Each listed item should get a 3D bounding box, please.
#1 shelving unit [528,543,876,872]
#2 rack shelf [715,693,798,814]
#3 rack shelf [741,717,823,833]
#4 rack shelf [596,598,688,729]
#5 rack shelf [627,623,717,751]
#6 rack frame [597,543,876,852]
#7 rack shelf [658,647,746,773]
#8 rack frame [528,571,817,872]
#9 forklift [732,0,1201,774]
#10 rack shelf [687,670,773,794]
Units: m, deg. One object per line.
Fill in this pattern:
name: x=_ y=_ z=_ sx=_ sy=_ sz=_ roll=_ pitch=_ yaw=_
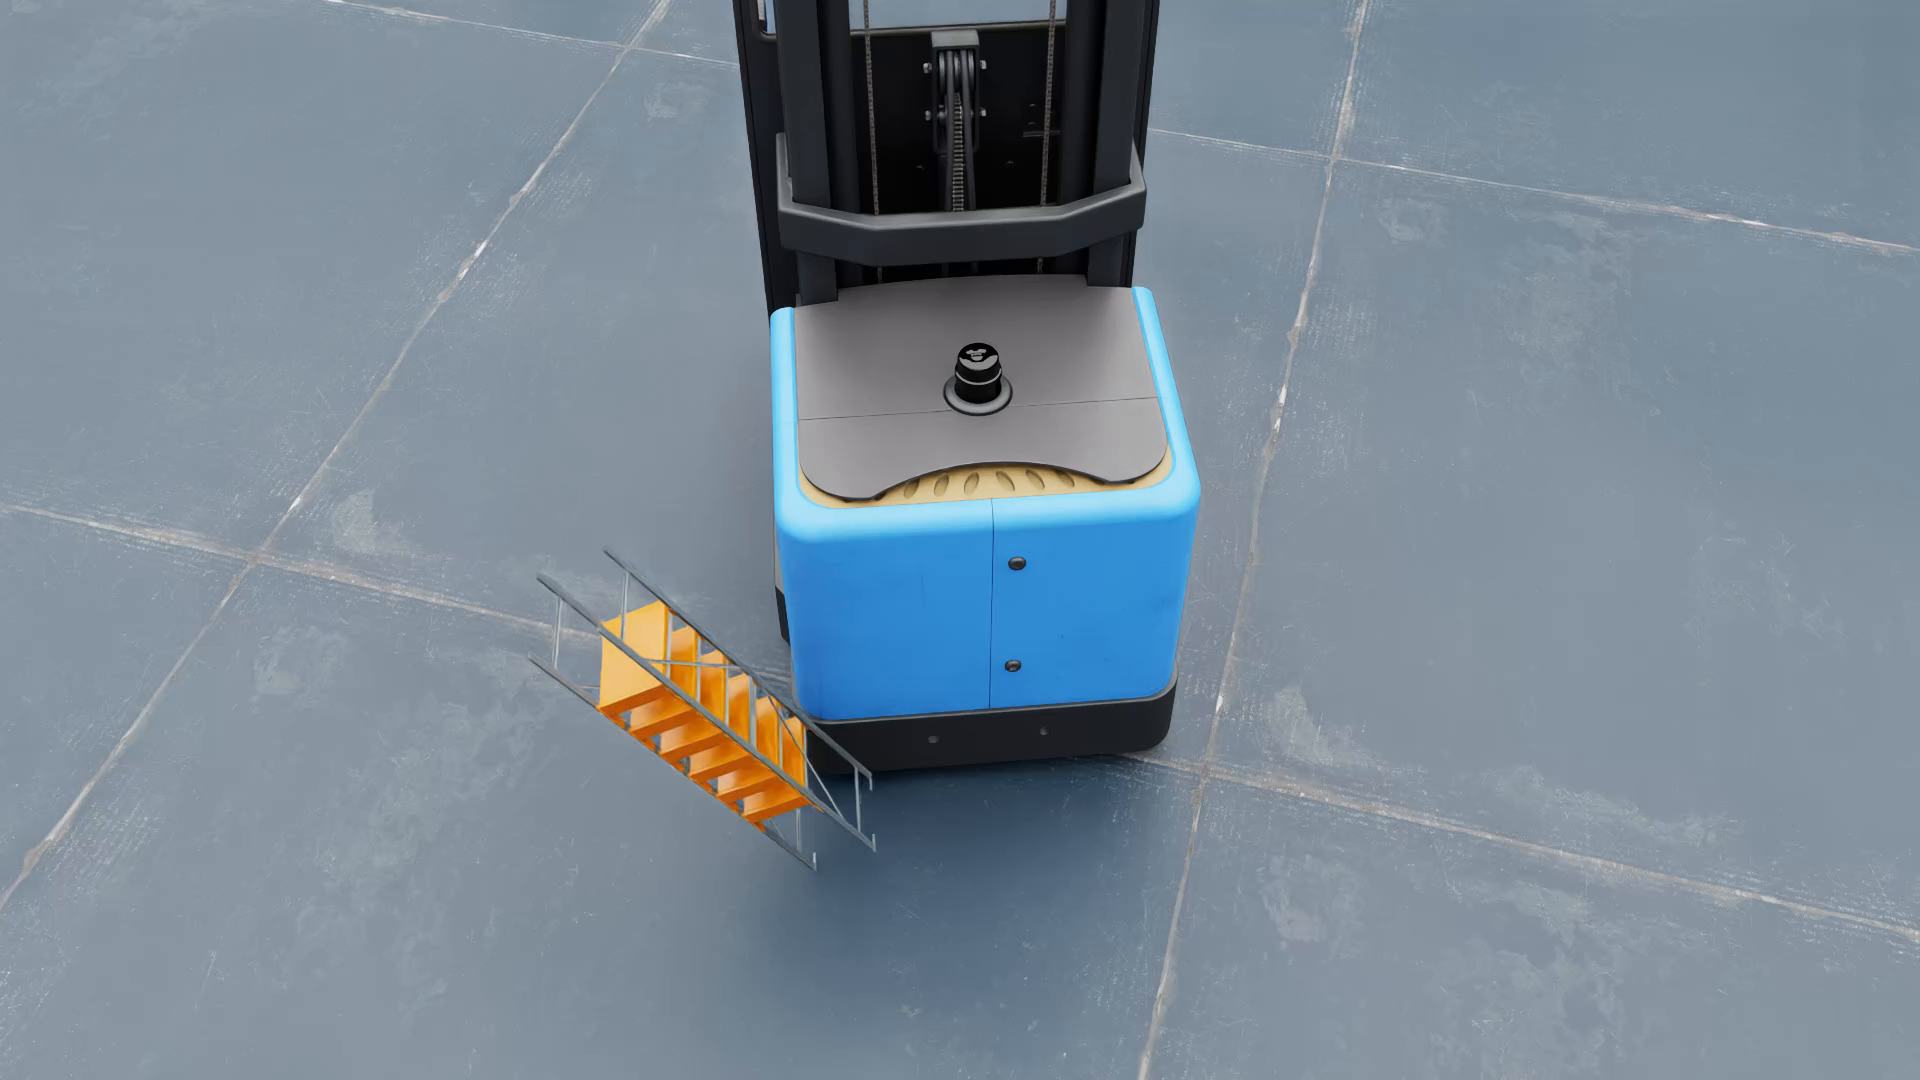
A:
shelving unit: x=-0.588 y=0.448 z=4.075 sx=0.189 sy=1.200 sz=0.258 roll=-21 pitch=49 yaw=18
rack shelf: x=-0.514 y=0.535 z=4.193 sx=0.180 sy=0.103 sz=0.258 roll=-21 pitch=49 yaw=18
rack shelf: x=-0.459 y=0.598 z=4.280 sx=0.180 sy=0.103 sz=0.258 roll=-21 pitch=49 yaw=18
rack shelf: x=-0.732 y=0.282 z=3.849 sx=0.180 sy=0.103 sz=0.258 roll=-21 pitch=49 yaw=18
rack shelf: x=-0.677 y=0.345 z=3.935 sx=0.180 sy=0.103 sz=0.258 roll=-21 pitch=49 yaw=18
rack frame: x=-0.507 y=0.417 z=4.047 sx=0.006 sy=1.200 sz=0.240 roll=-21 pitch=49 yaw=18
rack shelf: x=-0.623 y=0.408 z=4.021 sx=0.180 sy=0.103 sz=0.258 roll=-21 pitch=49 yaw=18
rack frame: x=-0.670 y=0.480 z=4.104 sx=0.006 sy=1.200 sz=0.240 roll=-21 pitch=49 yaw=18
forklift: x=-0.056 y=-1.435 z=4.562 sx=1.130 sy=2.935 sz=3.031 roll=-4 pitch=49 yaw=-3
rack shelf: x=-0.568 y=0.472 z=4.107 sx=0.180 sy=0.103 sz=0.258 roll=-21 pitch=49 yaw=18
